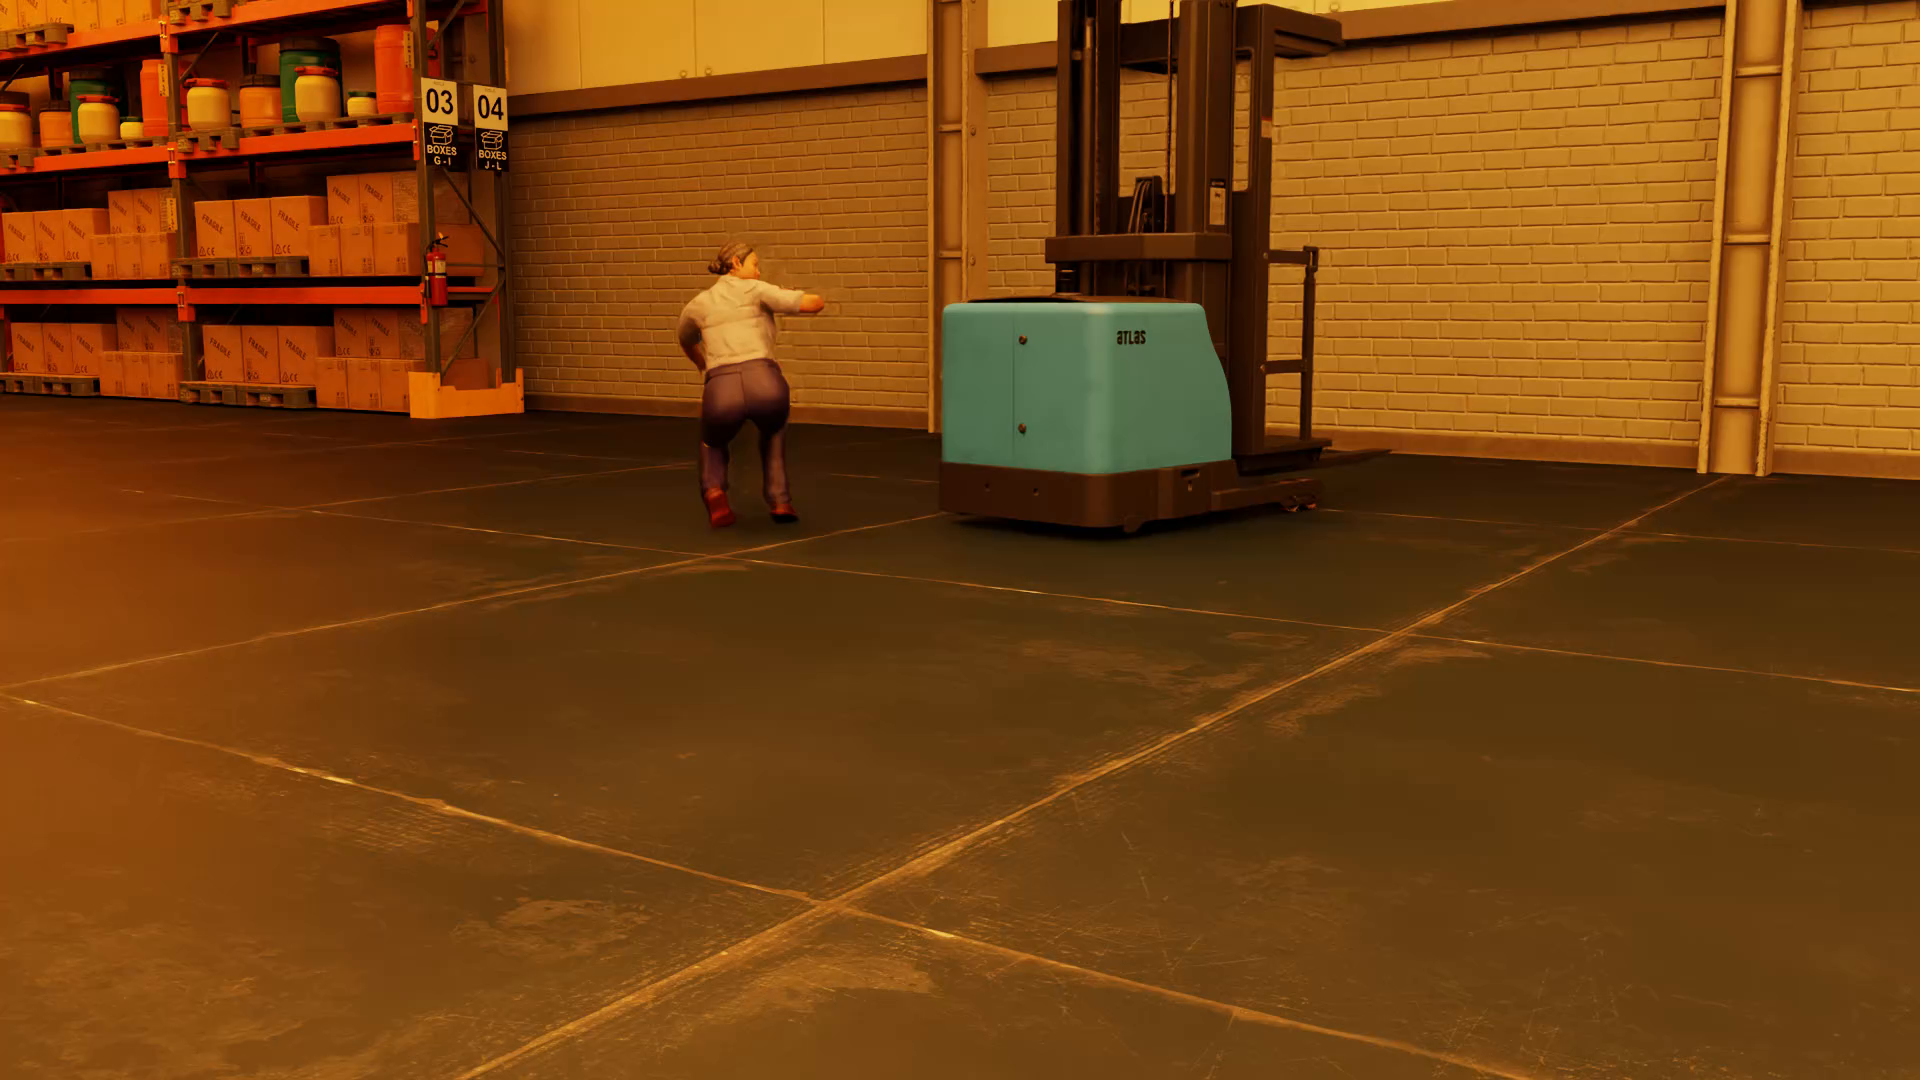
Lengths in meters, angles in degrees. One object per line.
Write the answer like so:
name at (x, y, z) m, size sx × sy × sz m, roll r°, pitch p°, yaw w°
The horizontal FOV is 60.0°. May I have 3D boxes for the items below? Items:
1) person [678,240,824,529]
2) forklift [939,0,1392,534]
person at (-1.021, -0.762, 8.137) m, size 0.730 × 1.386 × 0.922 m, roll 0°, pitch 8°, yaw -2°
forklift at (1.265, -1.635, 8.690) m, size 1.130 × 2.935 × 3.031 m, roll 7°, pitch 11°, yaw 42°
